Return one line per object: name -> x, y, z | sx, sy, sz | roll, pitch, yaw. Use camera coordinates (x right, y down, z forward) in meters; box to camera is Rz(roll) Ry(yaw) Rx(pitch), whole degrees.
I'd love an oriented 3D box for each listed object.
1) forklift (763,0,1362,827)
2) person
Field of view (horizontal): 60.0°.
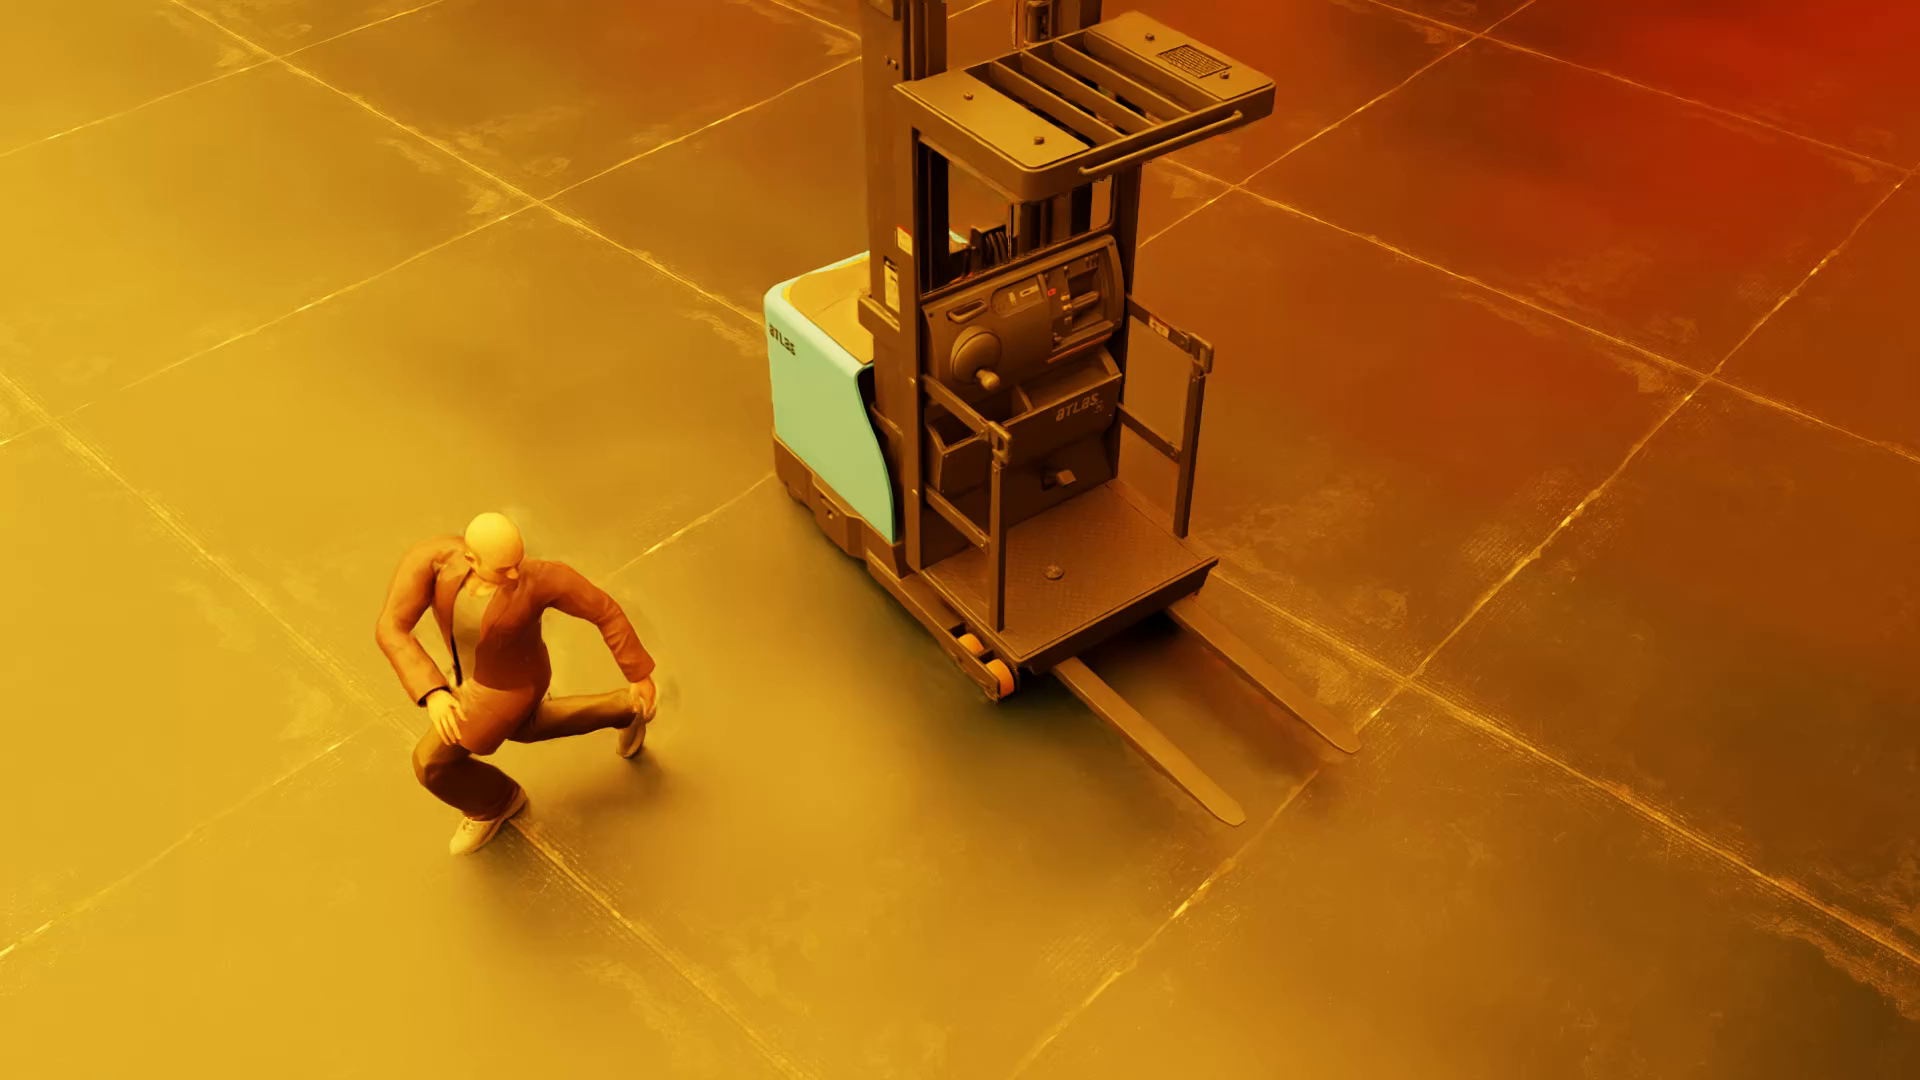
forklift -> 0.389, -0.813, 6.376 | 1.130, 2.935, 3.031 | -25, 47, -27
person -> -1.563, 0.459, 6.018 | 0.948, 1.537, 0.706 | -32, 50, -32
